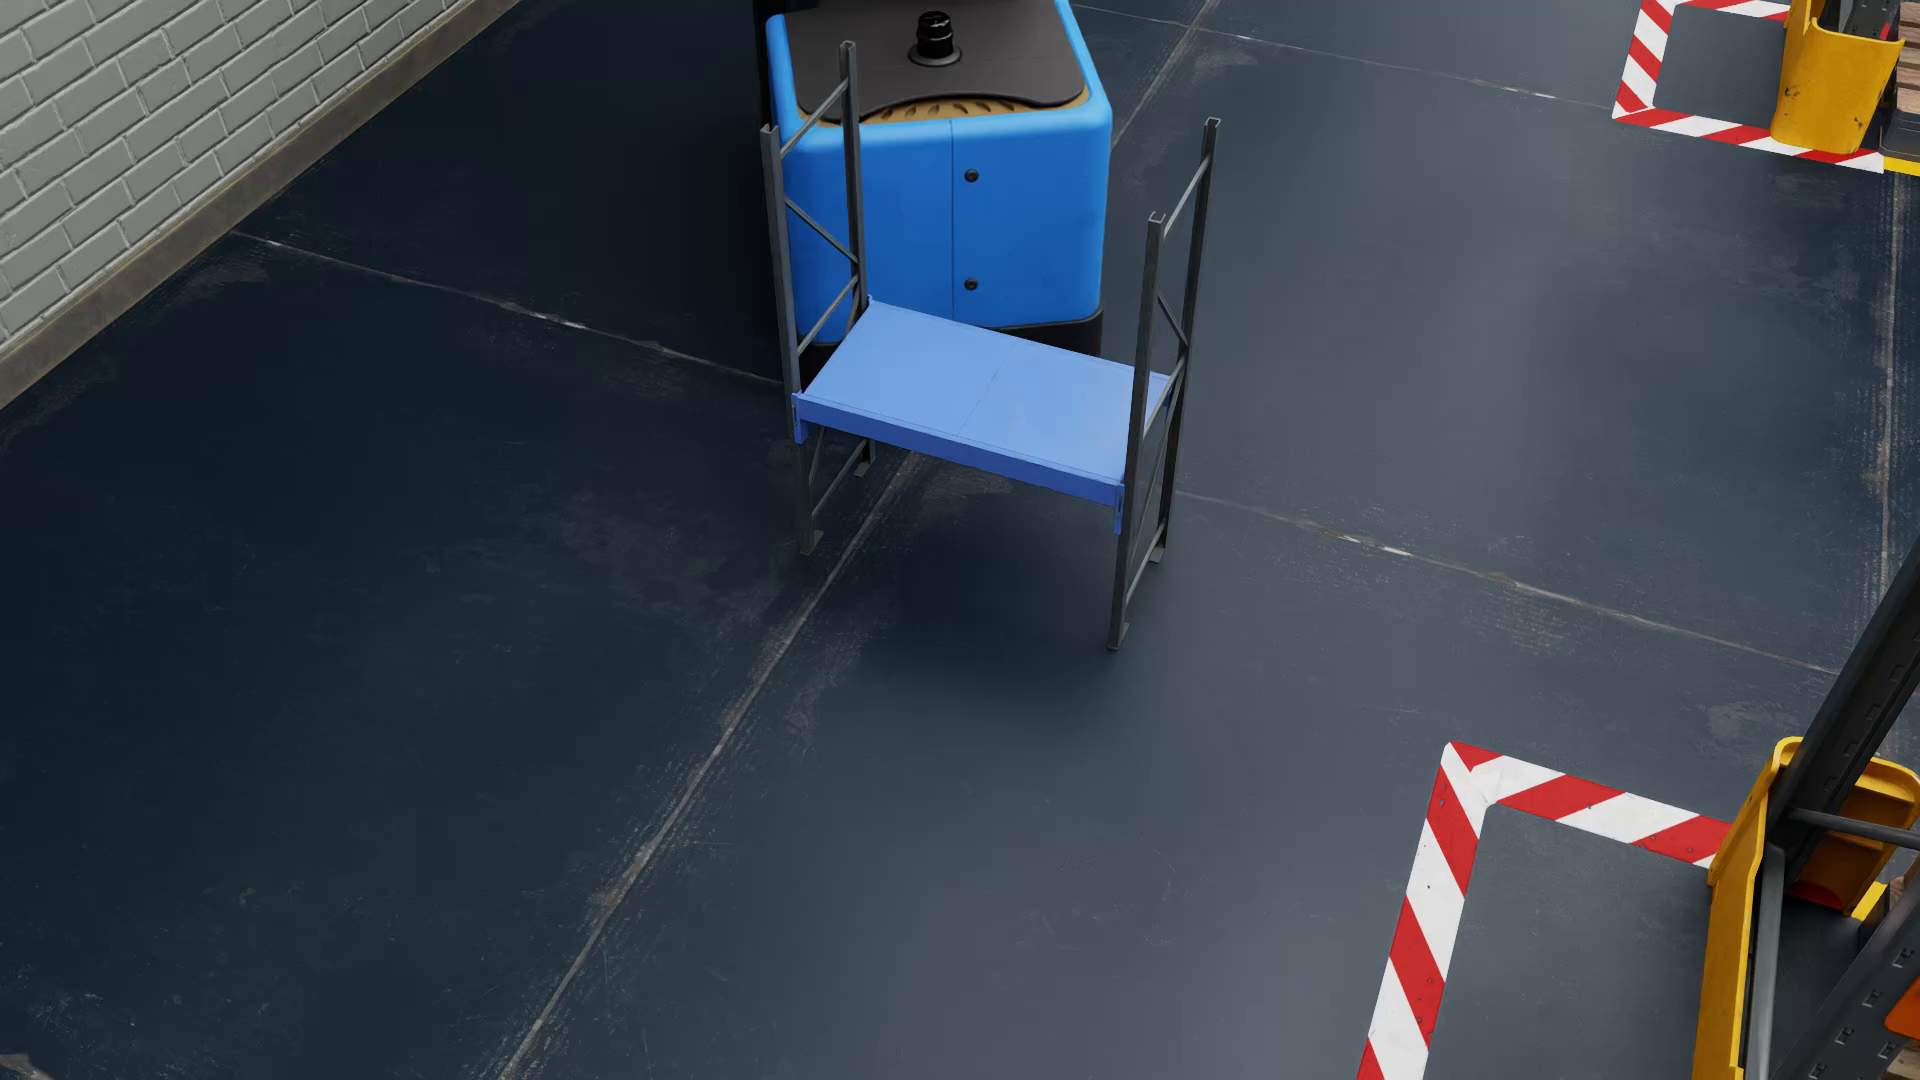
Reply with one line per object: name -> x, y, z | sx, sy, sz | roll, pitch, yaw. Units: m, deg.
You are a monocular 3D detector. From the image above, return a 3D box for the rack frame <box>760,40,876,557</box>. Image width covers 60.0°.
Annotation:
rack frame -> -0.390, -0.647, 4.836 | 0.032, 1.500, 0.500 | 16, 47, 16

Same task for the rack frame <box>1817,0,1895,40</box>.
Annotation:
rack frame -> 3.775, -3.060, 6.199 | 0.127, 3.000, 1.000 | 16, 47, 16

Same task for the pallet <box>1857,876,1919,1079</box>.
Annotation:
pallet -> 2.671, 1.389, 3.705 | 1.213, 0.211, 1.003 | 16, 47, 16

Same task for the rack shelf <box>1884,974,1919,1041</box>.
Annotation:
rack shelf -> 3.710, 0.962, 2.667 | 4.000, 0.370, 1.077 | 16, 47, 16

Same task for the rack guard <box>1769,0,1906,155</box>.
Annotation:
rack guard -> 3.748, -2.172, 7.078 | 0.348, 0.500, 1.175 | 16, 47, 16

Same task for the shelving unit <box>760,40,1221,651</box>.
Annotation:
shelving unit -> 0.079, -0.509, 4.698 | 1.048, 1.500, 0.538 | 16, 47, 16

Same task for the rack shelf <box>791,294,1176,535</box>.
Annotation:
rack shelf -> 0.079, -0.381, 4.825 | 1.000, 0.185, 0.538 | 16, 47, 16

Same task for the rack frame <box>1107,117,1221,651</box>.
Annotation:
rack frame -> 0.548, -0.370, 4.559 | 0.032, 1.500, 0.500 | 16, 47, 16

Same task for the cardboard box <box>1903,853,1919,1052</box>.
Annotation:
cardboard box -> 2.461, 0.881, 3.698 | 0.500, 0.500, 0.500 | 16, 47, 16

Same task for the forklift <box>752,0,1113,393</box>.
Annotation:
forklift -> -0.242, -2.556, 5.741 | 1.130, 2.935, 3.031 | -6, 45, -6

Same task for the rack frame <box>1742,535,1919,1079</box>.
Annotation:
rack frame -> 1.864, 0.163, 2.959 | 0.127, 3.000, 1.000 | 16, 47, 16

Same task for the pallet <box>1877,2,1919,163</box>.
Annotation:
pallet -> 4.521, -1.822, 6.932 | 1.213, 0.211, 1.003 | 16, 47, 16

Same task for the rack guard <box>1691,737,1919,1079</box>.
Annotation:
rack guard -> 1.934, 1.070, 3.820 | 0.348, 0.500, 1.175 | 16, 47, 16
